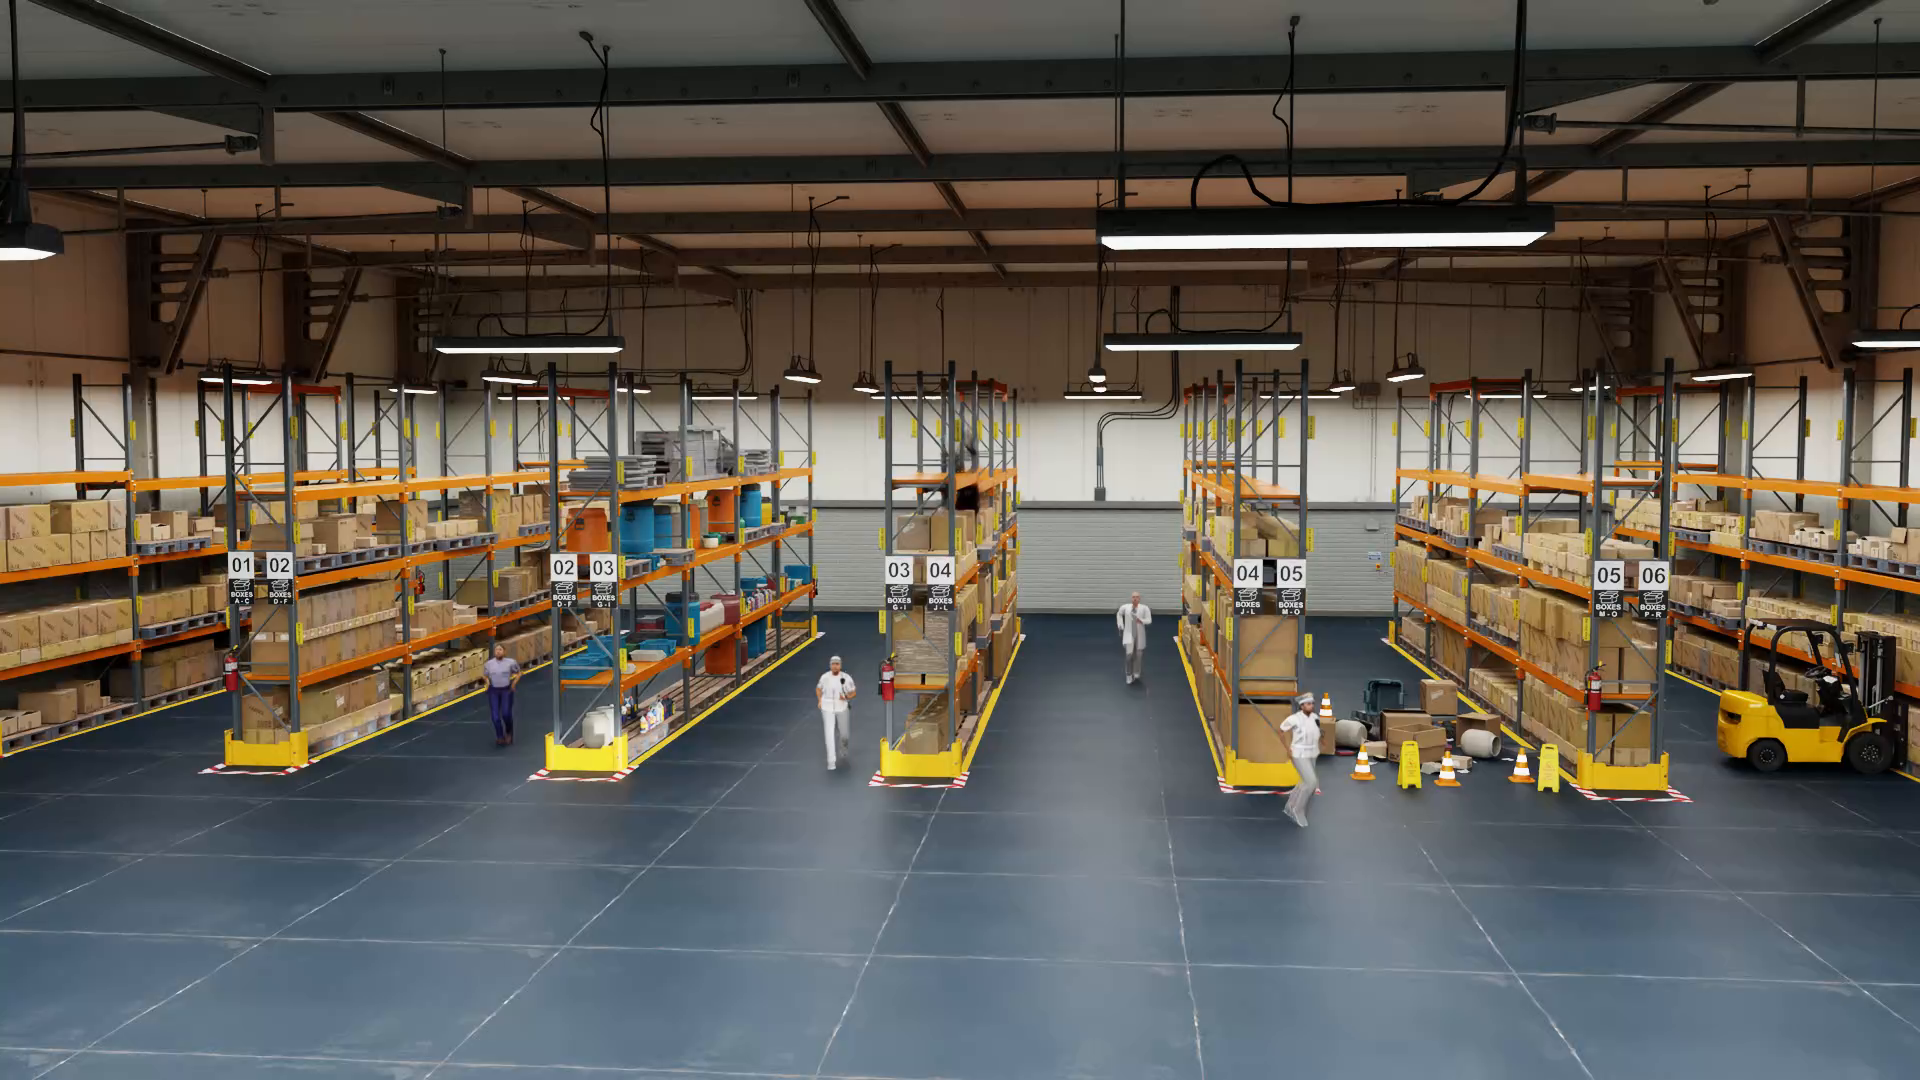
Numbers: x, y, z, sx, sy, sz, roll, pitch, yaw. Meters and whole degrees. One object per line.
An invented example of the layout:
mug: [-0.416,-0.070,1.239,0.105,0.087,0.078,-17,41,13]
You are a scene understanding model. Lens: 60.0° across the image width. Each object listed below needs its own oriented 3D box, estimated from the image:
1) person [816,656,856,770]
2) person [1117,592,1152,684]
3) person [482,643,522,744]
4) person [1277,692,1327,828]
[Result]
person: [-1.857,2.549,24.827,0.620,1.635,0.824,0,4,0]
person: [3.468,1.993,33.054,0.674,1.754,0.820,0,4,3]
person: [-7.290,2.456,26.393,0.591,1.618,0.576,0,4,-4]
person: [4.376,2.775,21.113,0.552,1.724,0.706,-3,5,-34]
